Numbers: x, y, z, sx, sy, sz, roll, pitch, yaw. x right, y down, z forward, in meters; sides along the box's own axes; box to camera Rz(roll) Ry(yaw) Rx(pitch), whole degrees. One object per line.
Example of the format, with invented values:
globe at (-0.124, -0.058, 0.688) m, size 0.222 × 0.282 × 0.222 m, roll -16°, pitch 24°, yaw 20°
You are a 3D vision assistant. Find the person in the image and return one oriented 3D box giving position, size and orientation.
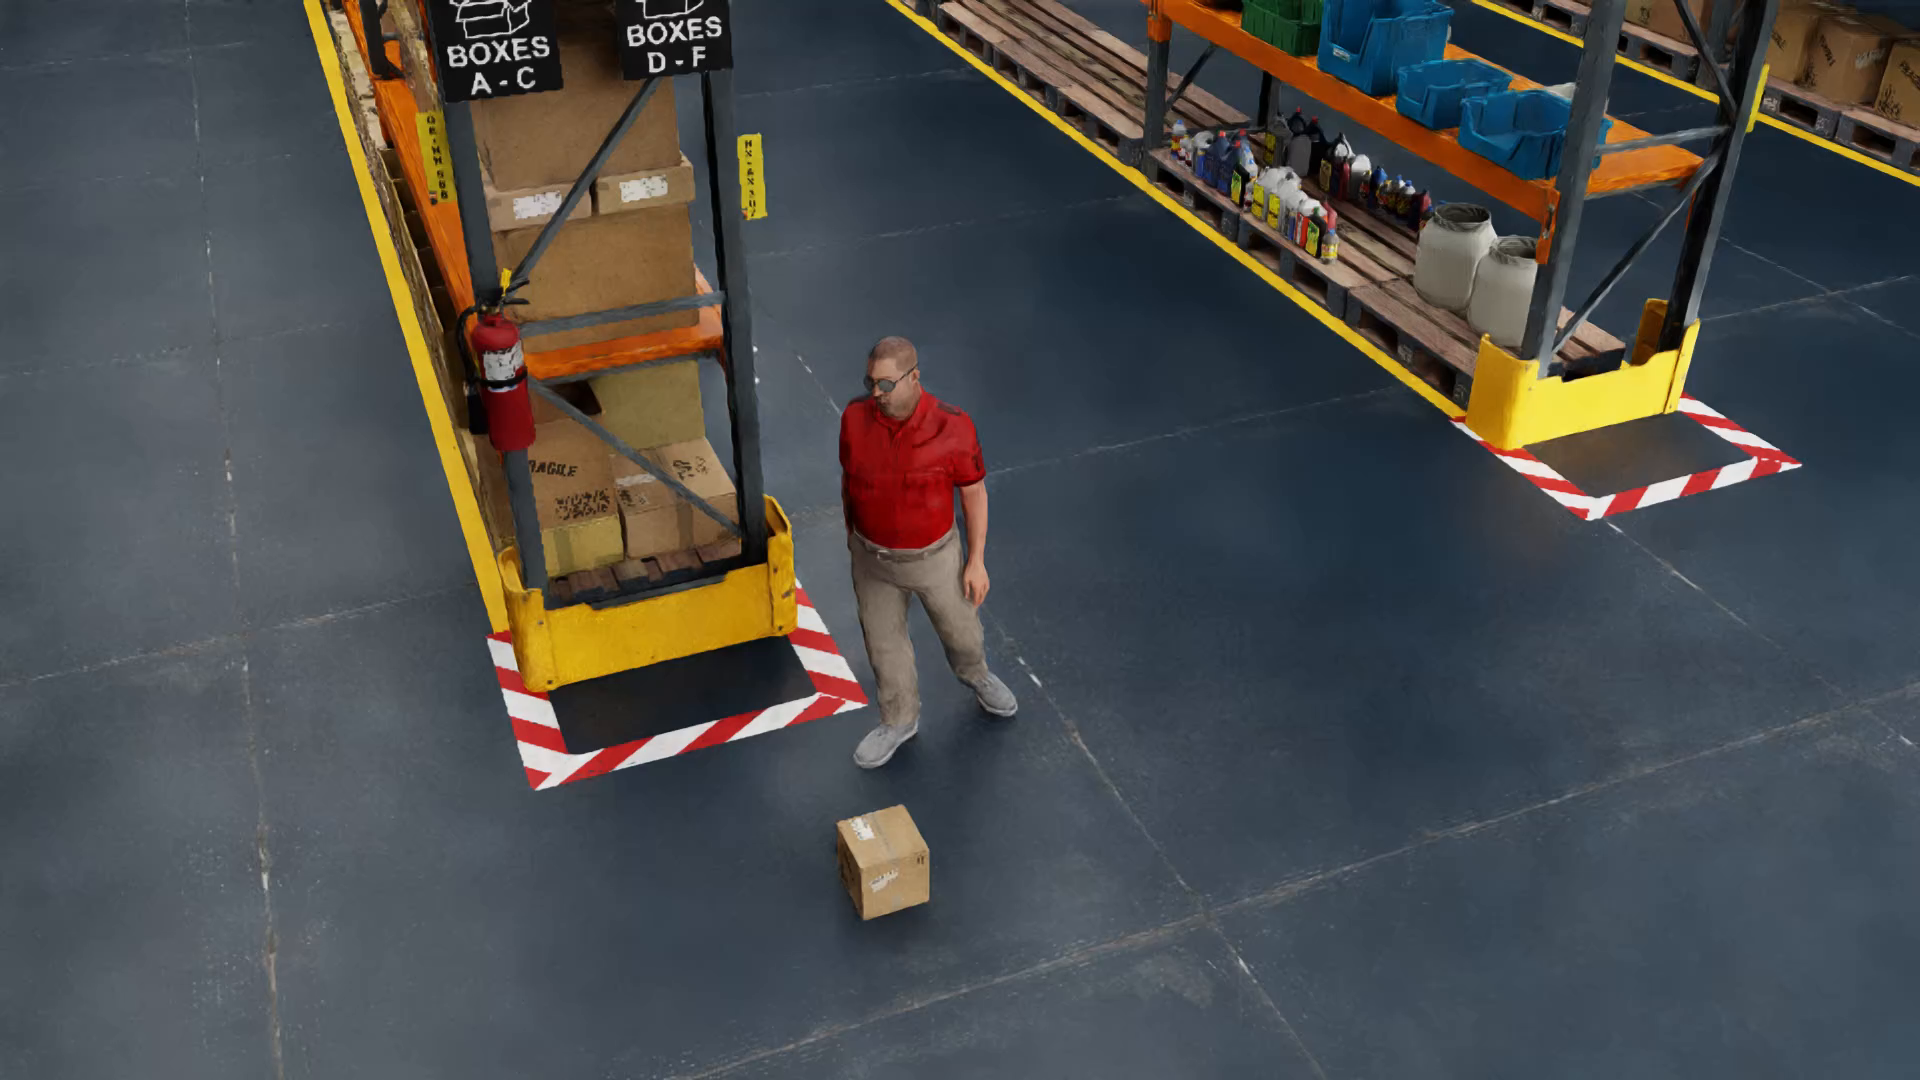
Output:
person at (-0.126, 0.022, 6.110) m, size 0.649 × 1.725 × 0.623 m, roll 9°, pitch 34°, yaw 13°
